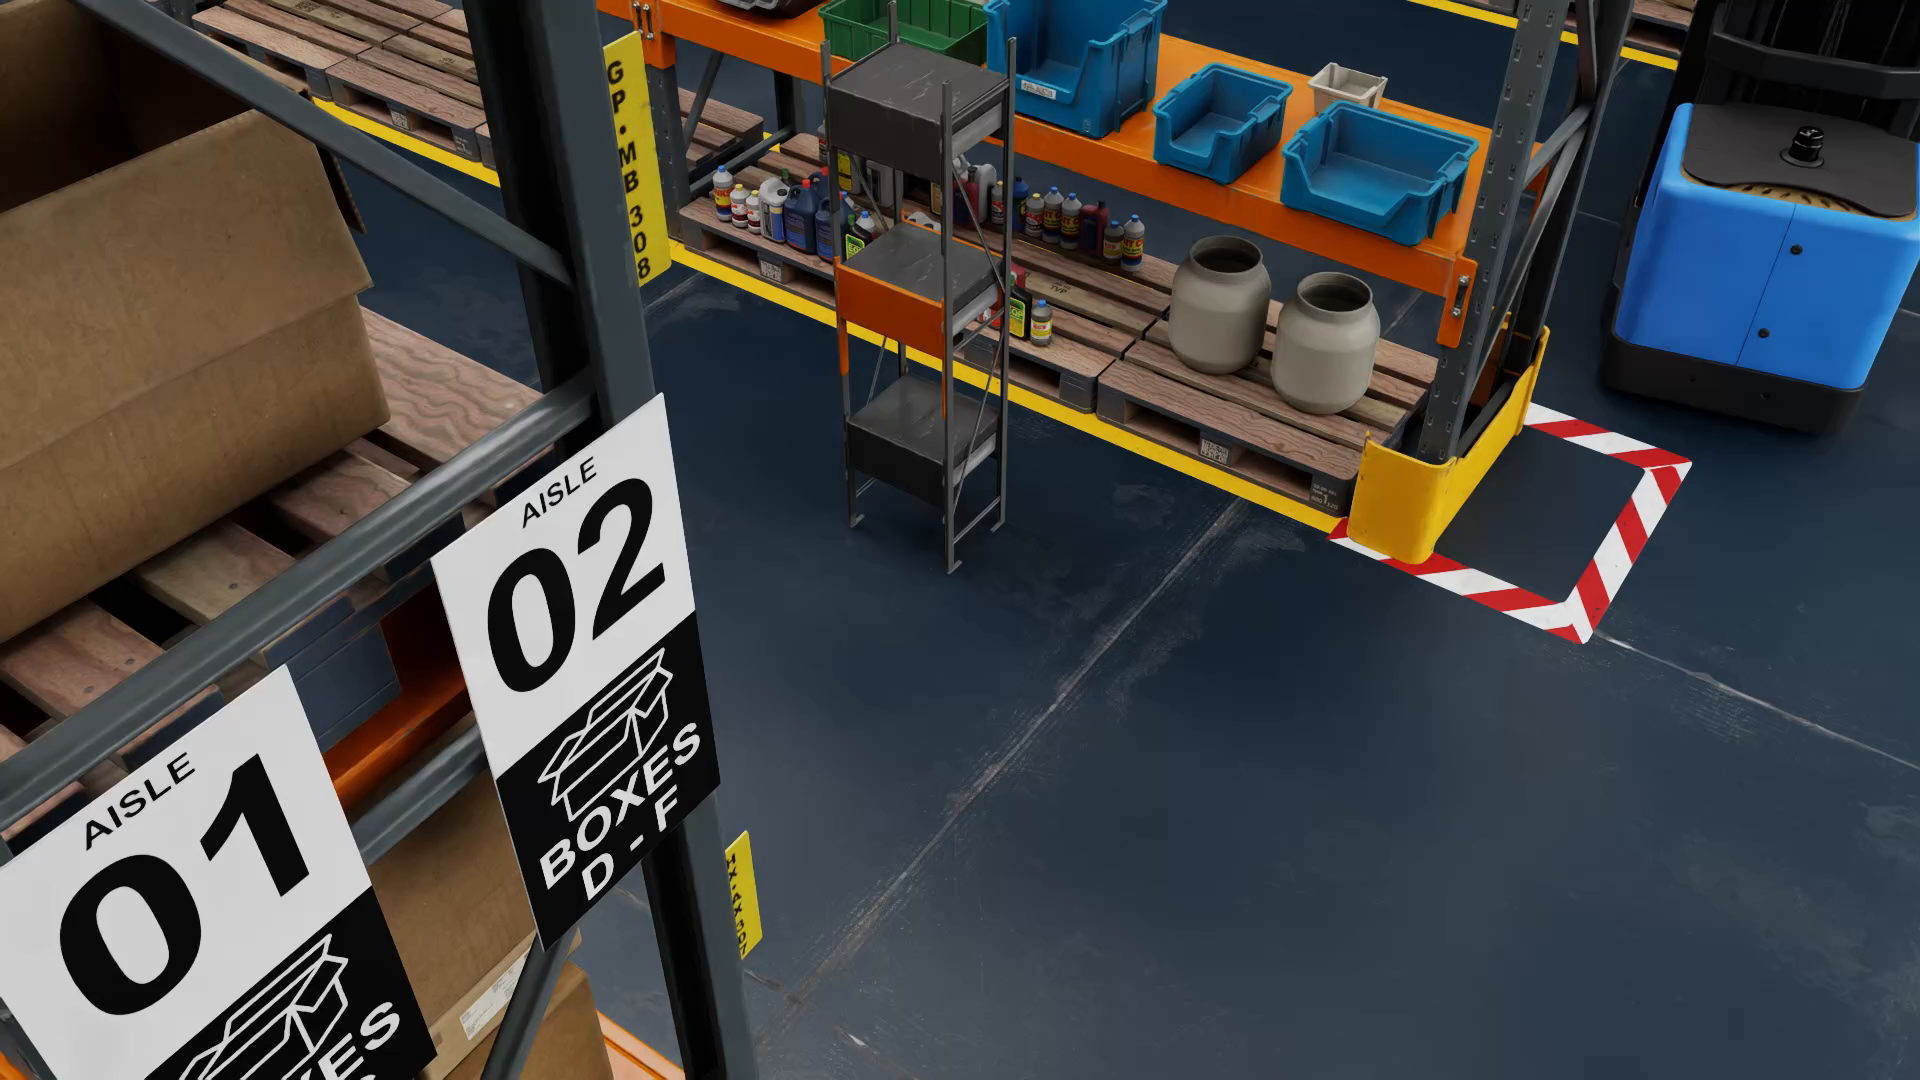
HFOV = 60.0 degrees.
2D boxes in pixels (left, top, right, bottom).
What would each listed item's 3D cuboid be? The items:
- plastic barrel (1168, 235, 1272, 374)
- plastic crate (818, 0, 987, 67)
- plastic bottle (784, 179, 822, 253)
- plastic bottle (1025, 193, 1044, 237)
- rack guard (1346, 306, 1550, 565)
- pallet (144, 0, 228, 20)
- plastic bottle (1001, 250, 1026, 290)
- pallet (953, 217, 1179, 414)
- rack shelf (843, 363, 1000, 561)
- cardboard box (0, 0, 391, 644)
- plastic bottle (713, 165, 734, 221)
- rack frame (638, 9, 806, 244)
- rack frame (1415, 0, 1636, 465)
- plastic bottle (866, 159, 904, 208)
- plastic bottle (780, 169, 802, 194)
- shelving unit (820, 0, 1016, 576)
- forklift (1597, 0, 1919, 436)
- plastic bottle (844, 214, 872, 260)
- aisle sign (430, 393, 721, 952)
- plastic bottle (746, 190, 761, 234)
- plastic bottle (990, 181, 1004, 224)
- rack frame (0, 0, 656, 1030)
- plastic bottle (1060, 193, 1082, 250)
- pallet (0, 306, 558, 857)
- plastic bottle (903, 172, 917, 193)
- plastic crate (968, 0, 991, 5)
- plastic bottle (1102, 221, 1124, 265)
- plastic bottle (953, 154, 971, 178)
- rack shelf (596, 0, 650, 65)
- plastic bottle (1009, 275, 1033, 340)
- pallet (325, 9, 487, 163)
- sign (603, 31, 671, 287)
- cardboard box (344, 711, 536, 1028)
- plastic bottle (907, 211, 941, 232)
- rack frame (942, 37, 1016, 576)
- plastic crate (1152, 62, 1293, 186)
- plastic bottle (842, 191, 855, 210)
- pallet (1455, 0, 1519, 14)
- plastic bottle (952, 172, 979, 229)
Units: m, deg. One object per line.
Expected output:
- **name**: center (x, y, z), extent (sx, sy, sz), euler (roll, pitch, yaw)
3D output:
- **plastic barrel**: center (1.122, -1.015, 7.185), extent (0.421, 0.512, 0.421), euler (0, 42, 0)
- **plastic crate**: center (-0.211, -2.162, 7.076), extent (0.662, 0.188, 0.450), euler (25, 48, 25)
- **plastic bottle**: center (-0.737, -1.556, 7.896), extent (0.185, 0.351, 0.144), euler (26, 48, 26)
- **plastic bottle**: center (0.366, -1.576, 8.031), extent (0.097, 0.201, 0.097), euler (0, 42, 0)
- **rack guard**: center (2.026, -0.455, 6.884), extent (0.348, 0.500, 1.175), euler (25, 48, 25)
- **pallet**: center (-5.104, -3.686, 10.711), extent (1.213, 0.211, 1.003), euler (25, 48, 25)
- **plastic bottle**: center (0.230, -1.169, 7.514), extent (0.133, 0.283, 0.061), euler (25, 48, 25)
- **pallet**: center (0.369, -1.129, 7.853), extent (1.213, 0.211, 1.003), euler (25, 48, 25)
- **rack shelf**: center (-0.136, -0.314, 6.597), extent (0.480, 0.518, 0.431), euler (25, 48, 25)
- **cardboard box**: center (-1.200, -0.268, 2.053), extent (0.637, 0.503, 0.797), euler (28, 49, 28)
- **plastic bottle**: center (-1.151, -1.701, 8.117), extent (0.097, 0.271, 0.097), euler (0, 42, 0)
- **rack frame**: center (-1.160, -2.915, 7.758), extent (0.127, 3.000, 1.000), euler (25, 48, 25)
- **rack frame**: center (2.115, -1.383, 6.046), extent (0.127, 3.000, 1.000), euler (25, 48, 25)
- **plastic bottle**: center (-0.375, -1.811, 8.237), extent (0.135, 0.276, 0.152), euler (25, 48, 25)
- **plastic bottle**: center (-0.810, -1.655, 8.057), extent (0.133, 0.283, 0.061), euler (25, 48, 25)
- **shelving unit**: center (-0.136, -0.846, 6.121), extent (0.503, 2.100, 0.431), euler (25, 48, 25)
- **forklift**: center (3.899, -2.528, 7.377), extent (1.130, 2.935, 3.031), euler (16, 44, 17)
- **plastic bottle**: center (-0.472, -1.373, 7.742), extent (0.133, 0.283, 0.061), euler (27, 48, 27)
- **aisle sign**: center (-0.503, 0.209, 2.318), extent (0.004, 0.787, 0.394), euler (25, 48, 25)
- **plastic bottle**: center (-0.984, -1.597, 8.054), extent (0.097, 0.201, 0.097), euler (0, 42, 0)
- **plastic bottle**: center (0.197, -1.655, 8.119), extent (0.097, 0.201, 0.097), euler (0, 42, 0)
- **rack frame**: center (-0.732, -0.916, 1.025), extent (0.127, 3.000, 1.000), euler (25, 48, 25)
- **plastic bottle**: center (0.529, -1.526, 7.922), extent (0.097, 0.271, 0.097), euler (0, 42, 0)
- **pallet**: center (-1.296, -0.050, 2.373), extent (1.213, 0.211, 1.003), euler (25, 48, 25)
- **plastic bottle**: center (-0.310, -1.929, 8.313), extent (0.185, 0.351, 0.144), euler (23, 47, 23)
- **plastic crate**: center (0.315, -2.333, 7.306), extent (0.437, 0.136, 0.530), euler (25, 48, 25)
- **plastic bottle**: center (0.725, -1.408, 7.843), extent (0.097, 0.201, 0.097), euler (0, 42, 0)
- **plastic bottle**: center (-0.046, -1.805, 8.175), extent (0.185, 0.351, 0.144), euler (25, 47, 25)
- **rack shelf**: center (-2.797, -3.412, 8.854), extent (4.000, 0.370, 1.077), euler (25, 48, 25)
- **plastic bottle**: center (0.253, -1.034, 7.363), extent (0.133, 0.283, 0.061), euler (26, 48, 26)
- **pallet**: center (-2.828, -2.622, 9.522), extent (1.213, 0.211, 1.003), euler (25, 48, 25)
- **sign**: center (-0.409, -0.454, 2.044), extent (0.005, 0.325, 0.100), euler (25, 48, 25)
- **cardboard box**: center (-1.151, 0.593, 2.790), extent (0.500, 0.500, 0.700), euler (25, 48, 25)
- **plastic bottle**: center (-0.170, -1.384, 7.759), extent (0.135, 0.276, 0.152), euler (25, 48, 25)
- **rack frame**: center (0.064, -0.752, 6.016), extent (0.015, 2.100, 0.400), euler (25, 48, 25)
- **plastic crate**: center (1.005, -1.608, 6.409), extent (0.408, 0.251, 0.499), euler (25, 48, 25)
- **plastic bottle**: center (-0.549, -1.537, 7.934), extent (0.097, 0.271, 0.097), euler (0, 42, 0)
- **pallet**: center (3.257, -3.875, 10.922), extent (1.213, 0.211, 1.003), euler (25, 48, 25)
- **plastic bottle**: center (0.024, -1.657, 8.060), extent (0.133, 0.283, 0.061), euler (25, 48, 25)
